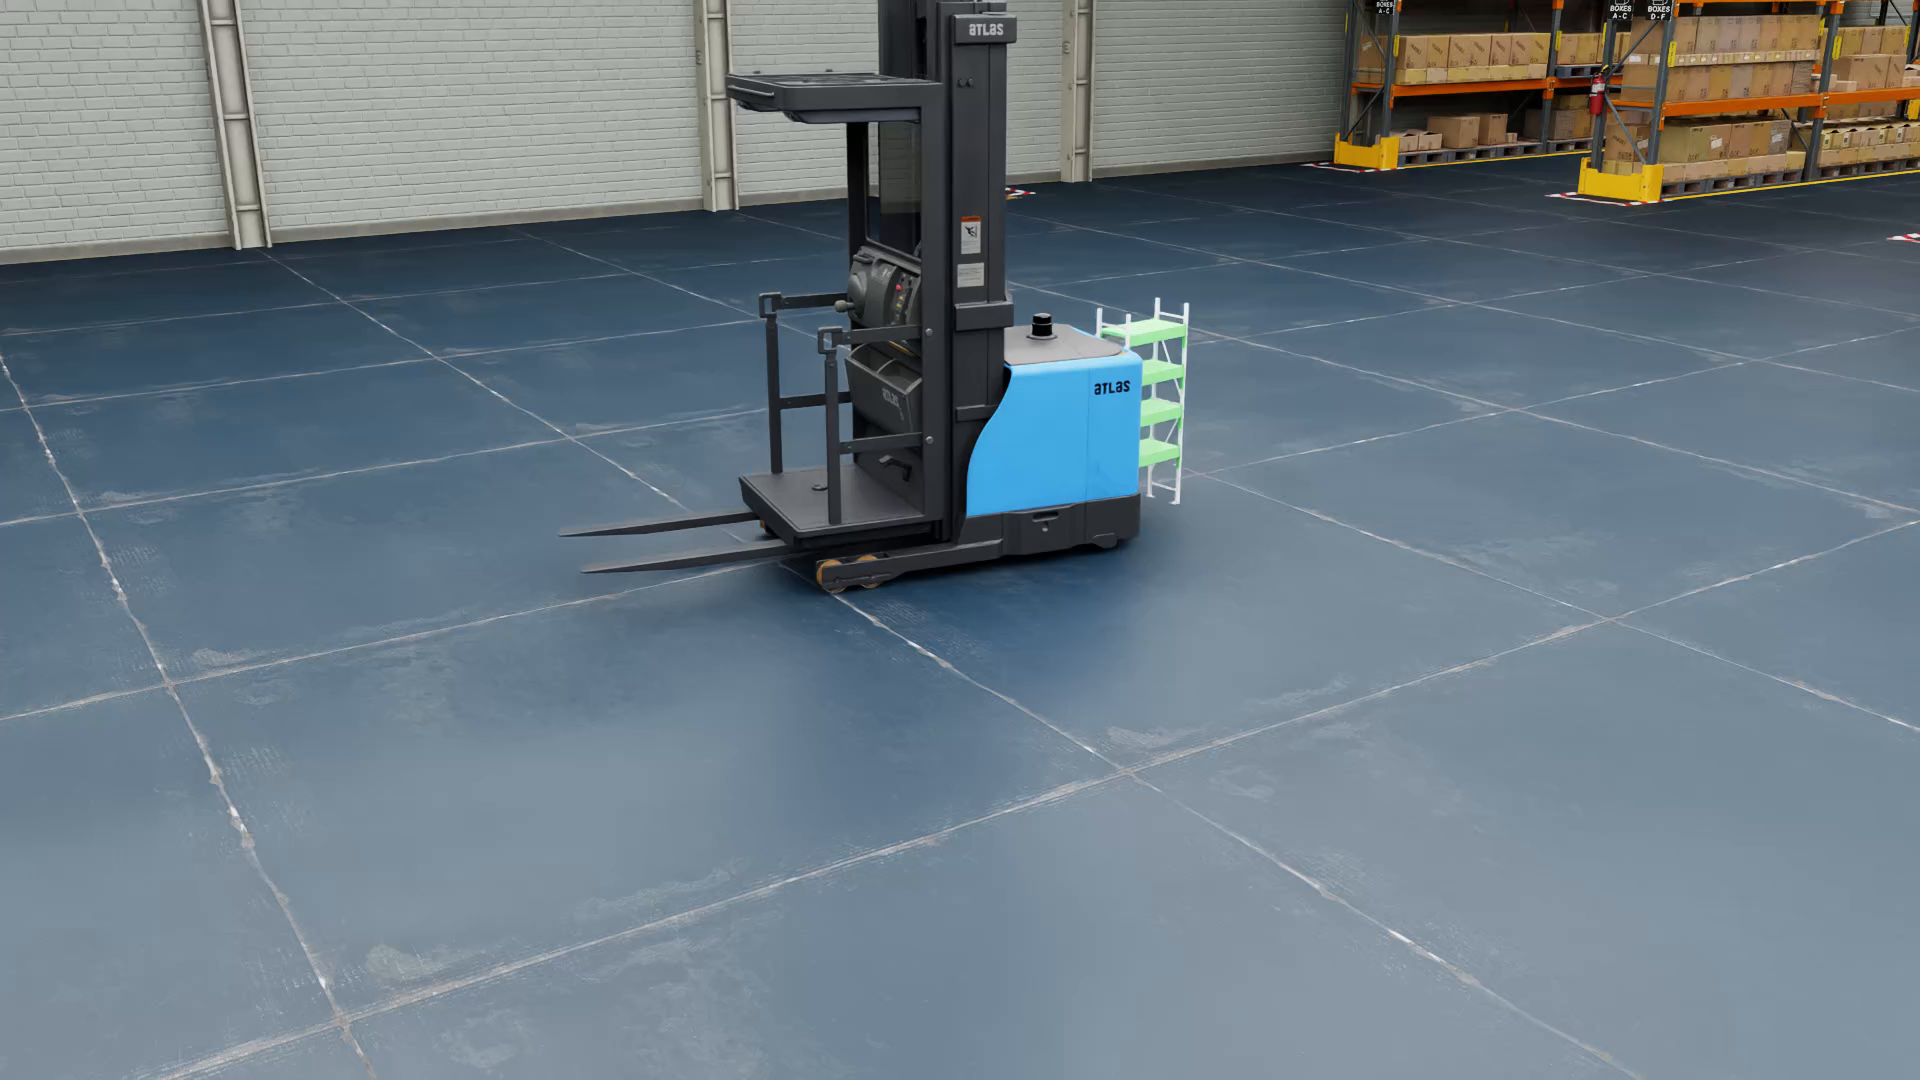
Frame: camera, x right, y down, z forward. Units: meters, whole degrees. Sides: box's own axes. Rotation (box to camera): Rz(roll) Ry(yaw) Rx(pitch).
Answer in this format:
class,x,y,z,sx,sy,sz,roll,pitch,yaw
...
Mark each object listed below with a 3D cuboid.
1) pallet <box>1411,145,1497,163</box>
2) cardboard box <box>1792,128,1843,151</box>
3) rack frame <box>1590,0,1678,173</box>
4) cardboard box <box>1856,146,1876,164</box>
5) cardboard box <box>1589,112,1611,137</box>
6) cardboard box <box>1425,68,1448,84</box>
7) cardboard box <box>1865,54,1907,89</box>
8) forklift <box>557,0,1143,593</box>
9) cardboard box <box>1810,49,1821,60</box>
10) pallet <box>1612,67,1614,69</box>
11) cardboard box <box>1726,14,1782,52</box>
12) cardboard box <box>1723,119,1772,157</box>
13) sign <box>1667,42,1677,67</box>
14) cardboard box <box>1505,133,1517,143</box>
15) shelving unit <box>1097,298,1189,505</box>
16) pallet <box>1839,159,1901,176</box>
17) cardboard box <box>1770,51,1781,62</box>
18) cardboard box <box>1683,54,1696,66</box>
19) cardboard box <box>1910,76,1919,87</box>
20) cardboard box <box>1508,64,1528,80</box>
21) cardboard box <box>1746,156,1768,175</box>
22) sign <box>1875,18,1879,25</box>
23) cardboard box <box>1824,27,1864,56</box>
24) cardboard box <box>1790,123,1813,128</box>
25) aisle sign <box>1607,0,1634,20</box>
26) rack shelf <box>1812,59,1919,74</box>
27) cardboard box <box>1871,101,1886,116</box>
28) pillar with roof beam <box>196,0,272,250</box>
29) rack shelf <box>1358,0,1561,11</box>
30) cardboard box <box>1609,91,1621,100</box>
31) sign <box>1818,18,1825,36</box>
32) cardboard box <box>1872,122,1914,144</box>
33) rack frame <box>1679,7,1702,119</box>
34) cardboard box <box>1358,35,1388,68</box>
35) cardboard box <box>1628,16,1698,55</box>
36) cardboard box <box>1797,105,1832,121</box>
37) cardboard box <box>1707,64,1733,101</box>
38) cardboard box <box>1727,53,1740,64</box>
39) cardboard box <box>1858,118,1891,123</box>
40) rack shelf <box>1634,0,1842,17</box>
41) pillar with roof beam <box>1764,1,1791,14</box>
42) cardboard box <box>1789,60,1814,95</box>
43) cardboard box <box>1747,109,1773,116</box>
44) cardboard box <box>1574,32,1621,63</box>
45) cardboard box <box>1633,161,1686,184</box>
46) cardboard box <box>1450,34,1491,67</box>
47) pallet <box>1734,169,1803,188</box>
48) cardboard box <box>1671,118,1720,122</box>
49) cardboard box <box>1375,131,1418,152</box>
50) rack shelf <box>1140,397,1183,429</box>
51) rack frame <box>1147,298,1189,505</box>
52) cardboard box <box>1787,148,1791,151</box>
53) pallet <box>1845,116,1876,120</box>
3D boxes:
class,x,y,z,sx,sy,sz,roll,pitch,yaw
pallet,8.463,-6.690,28.705,1.213,0.211,1.003,-12,22,-31
cardboard box,13.234,-6.199,25.660,0.500,0.311,0.500,-12,22,-31
rack frame,9.412,-6.326,23.275,0.127,3.000,1.000,-12,22,-31
cardboard box,14.084,-6.114,26.283,0.500,0.250,0.500,-13,22,-33
cardboard box,11.483,-7.697,30.545,0.500,0.500,0.700,-12,22,-31
cardboard box,7.692,-7.686,27.498,0.500,0.250,0.500,-13,22,-33
cardboard box,14.701,-7.483,26.540,0.500,0.500,0.500,-13,23,-34
forklift,-0.580,-1.309,8.542,3.031,2.935,1.130,-8,20,-22
cardboard box,12.643,-7.281,24.928,0.250,0.149,0.380,-12,22,-31
pallet,12.829,-8.815,30.935,1.003,0.211,1.213,-12,22,-31
cardboard box,11.545,-7.436,24.374,0.500,0.500,0.700,-12,22,-31
cardboard box,11.646,-5.968,24.682,0.500,0.500,0.500,-12,22,-31
sign,9.712,-6.625,22.681,0.005,0.325,0.100,-12,22,-31
cardboard box,9.594,-7.119,29.357,0.250,0.166,0.380,-16,24,-38
shelving unit,1.037,-0.757,9.607,0.503,1.200,0.258,-16,25,-39
pallet,14.366,-6.067,26.859,1.213,0.211,1.003,-12,22,-31
cardboard box,11.792,-7.102,24.399,0.250,0.149,0.380,-12,22,-32
cardboard box,10.077,-6.740,23.328,0.250,0.149,0.380,-13,22,-33
cardboard box,15.494,-7.384,26.796,0.250,0.149,0.380,-12,22,-31
cardboard box,9.375,-8.044,28.557,0.500,0.250,0.500,-12,22,-31
cardboard box,11.653,-5.610,24.792,0.500,0.250,0.500,-12,22,-31
sign,19.747,-11.066,35.819,0.005,0.325,0.100,-12,22,-31
cardboard box,17.781,-10.125,34.042,0.700,0.700,0.980,-13,22,-33
cardboard box,13.364,-6.434,26.356,0.500,0.311,0.500,-11,22,-30
aisle sign,9.195,-7.625,23.056,0.004,0.787,0.394,-12,22,-31
rack shelf,18.377,-9.776,34.601,4.000,0.370,1.077,-12,22,-31
cardboard box,19.099,-9.246,35.157,0.500,0.500,0.700,-12,22,-32
pillar with roof beam,-5.873,-6.525,14.496,0.400,9.000,9.100,-12,22,-31
rack shelf,8.354,-9.083,27.869,4.000,0.370,1.077,-12,22,-31
cardboard box,11.855,-8.123,30.634,0.500,0.250,0.500,-12,22,-32
sign,17.013,-10.132,32.847,0.005,0.325,0.100,-12,22,-31
cardboard box,14.937,-6.558,26.722,0.500,0.311,0.500,-12,22,-32
rack frame,13.366,-9.060,31.360,0.127,3.000,1.000,-12,22,-31
cardboard box,6.961,-8.084,27.506,0.500,0.500,0.500,-12,22,-32
cardboard box,9.853,-7.077,23.312,0.500,0.500,0.700,-12,22,-31
cardboard box,17.387,-8.884,34.086,0.500,0.500,0.700,-12,22,-31
cardboard box,10.662,-6.632,24.023,0.500,0.500,0.700,-12,22,-31
cardboard box,10.932,-6.920,23.861,0.250,0.149,0.380,-12,22,-32
cardboard box,15.060,-6.789,27.405,0.500,0.311,0.500,-13,22,-33
rack shelf,11.082,-7.759,23.951,4.000,0.370,1.077,-12,22,-31
pillar with roof beam,19.183,-11.810,30.126,0.400,9.000,9.100,-12,22,-31
cardboard box,12.385,-6.999,25.106,0.500,0.500,0.700,-13,22,-33
cardboard box,15.494,-8.638,32.814,0.750,0.750,0.750,-11,22,-30
cardboard box,11.472,-8.913,30.081,0.500,0.500,0.700,-9,21,-24
cardboard box,9.982,-5.258,23.751,0.500,0.250,0.500,-12,22,-31
cardboard box,8.526,-8.216,27.896,0.500,0.500,0.500,-11,22,-30
pallet,12.065,-5.581,25.424,1.213,0.211,1.003,-12,22,-31
cardboard box,10.941,-6.020,24.835,0.500,0.500,0.500,-12,22,-31
cardboard box,7.311,-6.683,27.841,0.500,0.311,0.500,-15,24,-37
rack shelf,1.037,-0.696,9.628,0.480,0.148,0.258,-16,25,-39
rack frame,1.218,-0.809,9.762,0.015,1.200,0.240,-16,25,-39
cardboard box,12.939,-6.078,26.177,0.500,0.250,0.500,-12,22,-32
pallet,18.404,-8.773,34.864,1.213,0.211,1.003,-12,22,-31
